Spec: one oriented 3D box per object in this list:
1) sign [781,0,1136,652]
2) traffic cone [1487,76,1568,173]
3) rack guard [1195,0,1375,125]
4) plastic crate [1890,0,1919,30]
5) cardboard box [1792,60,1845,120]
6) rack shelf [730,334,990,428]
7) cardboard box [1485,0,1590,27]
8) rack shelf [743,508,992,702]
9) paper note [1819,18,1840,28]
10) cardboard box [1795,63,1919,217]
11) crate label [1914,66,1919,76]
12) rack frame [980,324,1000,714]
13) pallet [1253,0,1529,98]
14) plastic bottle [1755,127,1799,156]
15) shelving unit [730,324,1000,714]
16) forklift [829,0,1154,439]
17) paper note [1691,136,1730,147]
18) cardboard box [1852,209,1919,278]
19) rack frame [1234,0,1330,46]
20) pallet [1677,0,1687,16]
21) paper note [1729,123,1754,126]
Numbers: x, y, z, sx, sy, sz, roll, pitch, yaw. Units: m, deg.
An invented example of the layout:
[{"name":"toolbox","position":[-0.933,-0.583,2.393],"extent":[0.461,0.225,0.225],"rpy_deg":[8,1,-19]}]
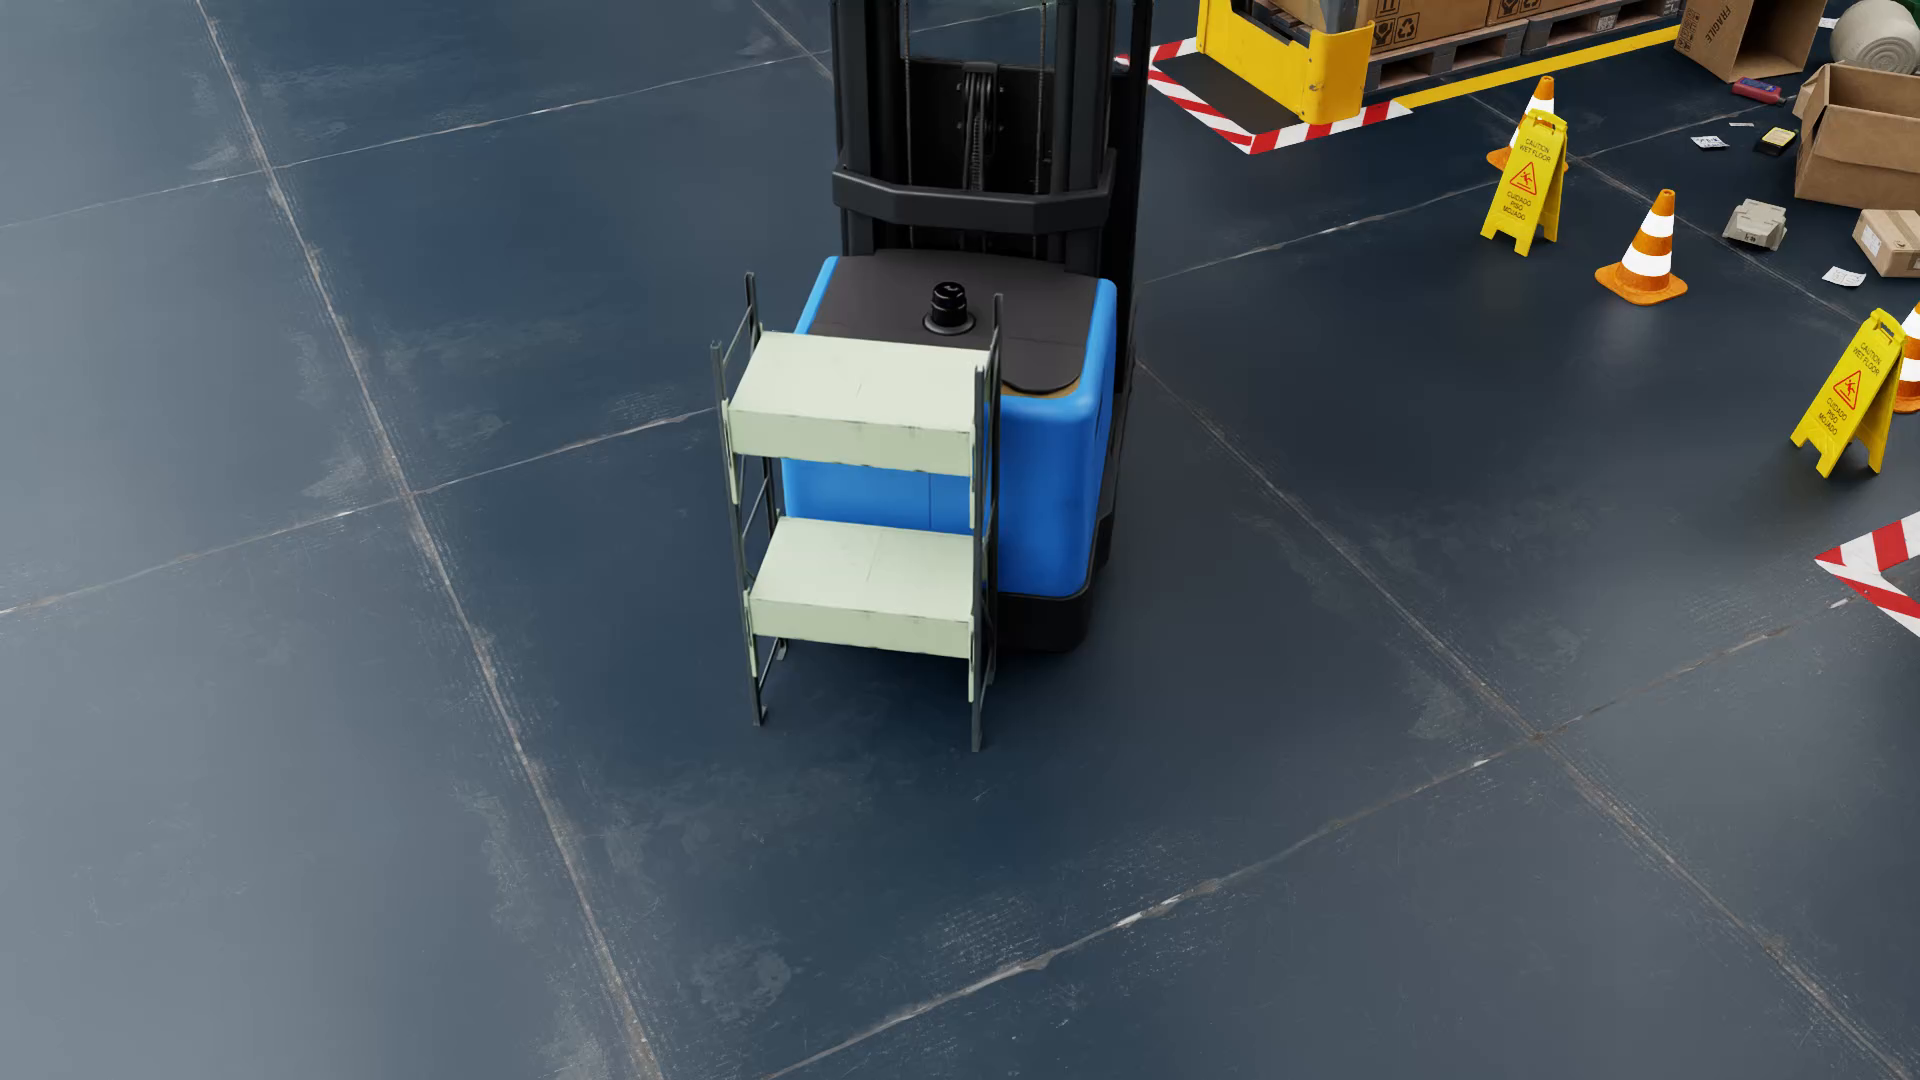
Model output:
[{"name":"sign","position":[0.051,-1.282,5.577],"extent":[2.025,2.768,2.177],"rpy_deg":[-19,44,-21]},{"name":"traffic cone","position":[2.909,-2.108,8.383],"extent":[0.334,0.463,0.336],"rpy_deg":[-19,44,-21]},{"name":"rack guard","position":[1.761,-2.771,9.136],"extent":[0.348,0.500,1.175],"rpy_deg":[-19,44,-21]},{"name":"plastic crate","position":[5.781,-3.072,9.689],"extent":[0.662,0.188,0.450],"rpy_deg":[2,30,2]},{"name":"cardboard box","position":[4.656,-2.314,8.778],"extent":[0.258,0.266,0.396],"rpy_deg":[-12,42,-13]},{"name":"rack shelf","position":[-0.280,-0.416,4.825],"extent":[0.686,0.124,0.368],"rpy_deg":[6,41,7]},{"name":"cardboard box","position":[3.132,-3.585,9.483],"extent":[0.875,0.875,0.875],"rpy_deg":[-19,44,-21]},{"name":"rack shelf","position":[-0.280,0.206,5.351],"extent":[0.720,0.370,0.431],"rpy_deg":[6,41,7]},{"name":"paper note","position":[5.152,-3.073,9.856],"extent":[0.147,0.020,0.142],"rpy_deg":[15,42,17]},{"name":"cardboard box","position":[4.547,-1.948,8.161],"extent":[0.797,0.503,0.637],"rpy_deg":[15,42,17]},{"name":"crate label","position":[5.477,-2.715,9.352],"extent":[0.298,0.136,0.250],"rpy_deg":[15,42,17]},{"name":"rack frame","position":[0.081,-0.005,5.095],"extent":[0.010,1.308,0.380],"rpy_deg":[6,41,7]},{"name":"pallet","position":[2.455,-2.951,9.573],"extent":[1.213,0.211,1.003],"rpy_deg":[-19,44,-21]},{"name":"plastic bottle","position":[4.269,-2.091,8.673],"extent":[0.133,0.061,0.283],"rpy_deg":[31,49,31]},{"name":"shelving unit","position":[-0.275,-0.043,5.139],"extent":[0.731,1.308,0.431],"rpy_deg":[6,41,7]},{"name":"forklift","position":[0.147,-1.690,5.979],"extent":[1.121,2.935,3.031],"rpy_deg":[6,41,7]},{"name":"paper note","position":[3.920,-2.081,8.686],"extent":[0.142,0.017,0.144],"rpy_deg":[-5,40,-6]},{"name":"cardboard box","position":[4.387,-1.386,7.772],"extent":[0.250,0.149,0.380],"rpy_deg":[2,40,2]},{"name":"rack frame","position":[1.780,-3.734,8.339],"extent":[0.053,2.616,0.949],"rpy_deg":[-19,44,-21]},{"name":"pallet","position":[4.619,-3.679,10.433],"extent":[1.213,0.211,1.003],"rpy_deg":[-19,44,-21]},{"name":"paper note","position":[4.163,-2.212,8.855],"extent":[0.123,0.001,0.032],"rpy_deg":[2,40,2]}]
